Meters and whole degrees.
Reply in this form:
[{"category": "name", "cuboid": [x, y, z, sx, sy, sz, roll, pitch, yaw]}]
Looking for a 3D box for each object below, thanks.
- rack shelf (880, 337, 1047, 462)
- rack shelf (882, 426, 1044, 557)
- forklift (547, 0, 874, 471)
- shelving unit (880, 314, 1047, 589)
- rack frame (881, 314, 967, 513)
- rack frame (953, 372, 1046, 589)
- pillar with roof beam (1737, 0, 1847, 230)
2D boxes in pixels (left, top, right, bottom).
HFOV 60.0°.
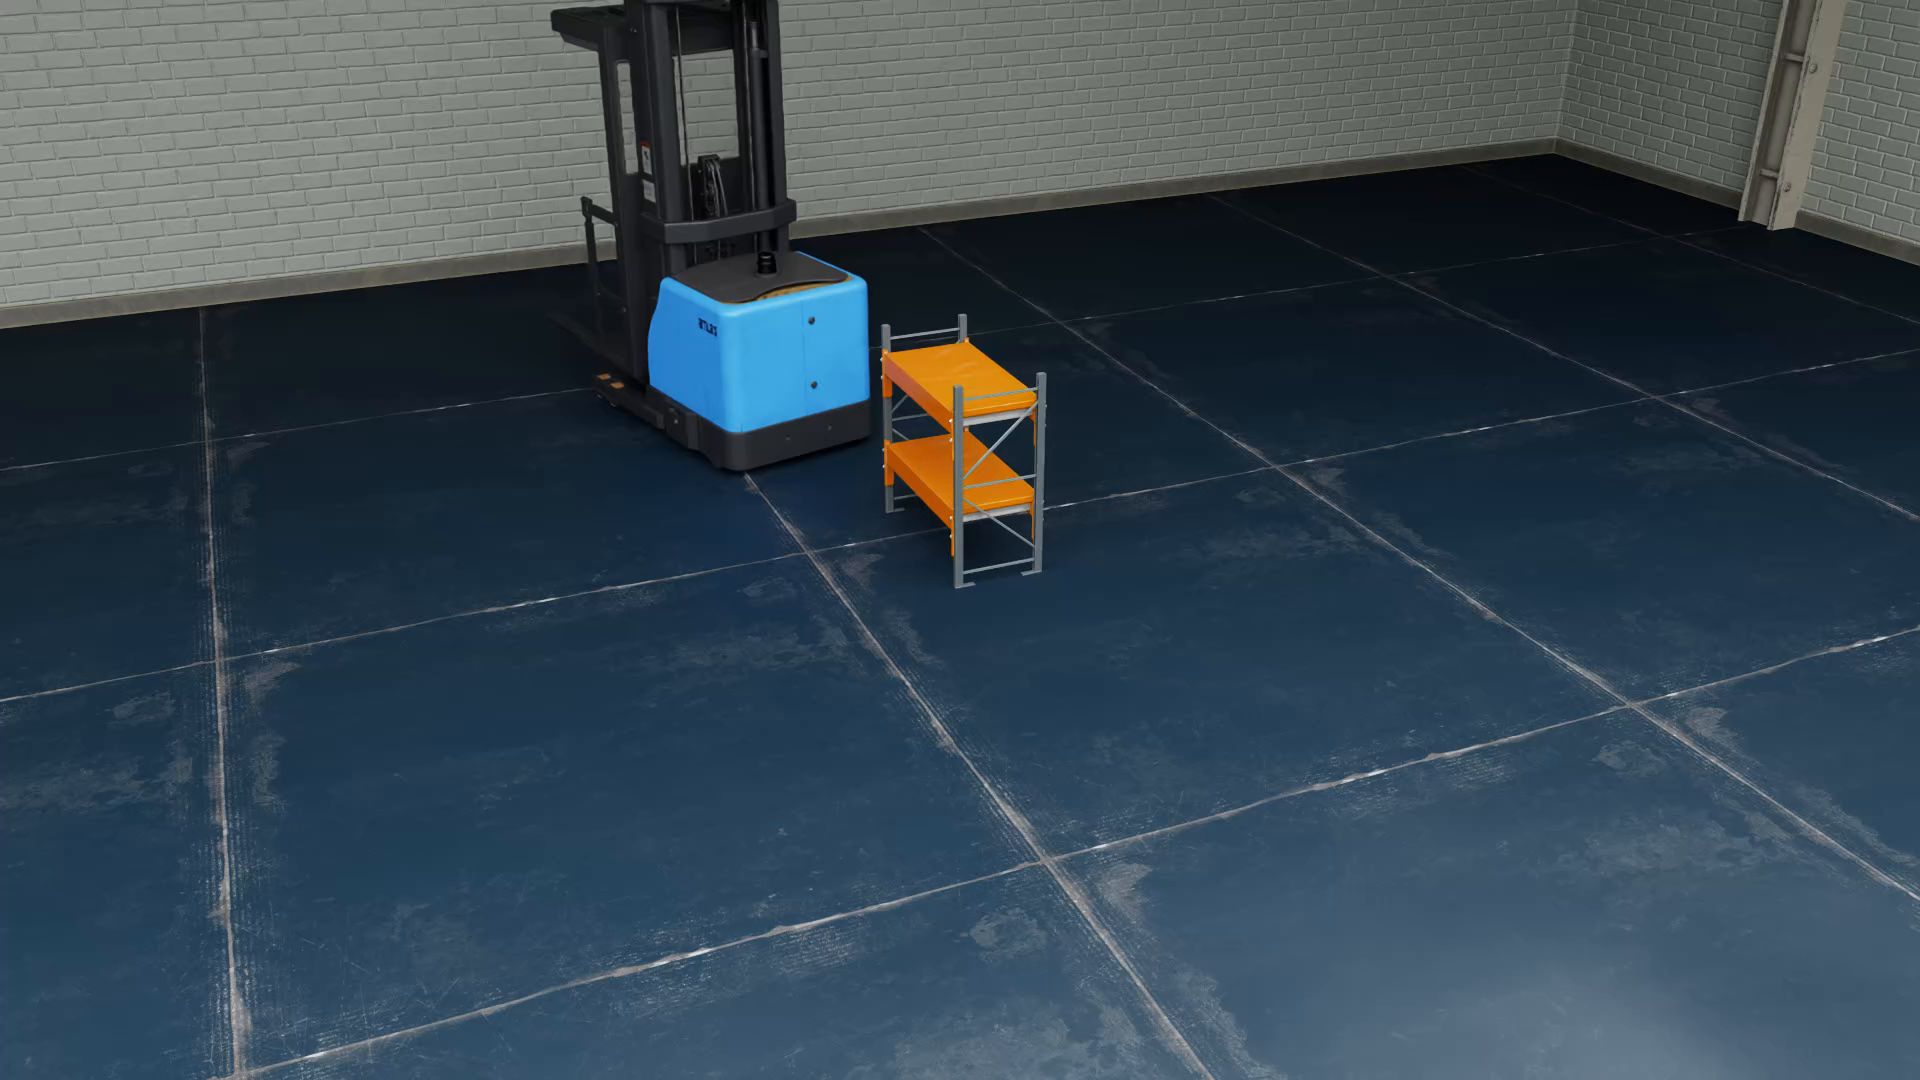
[{"category": "rack shelf", "cuboid": [0.003, -0.766, 8.869, 0.538, 0.278, 1.000, -11, 28, -21]}, {"category": "rack shelf", "cuboid": [0.003, -0.283, 9.105, 0.538, 0.278, 1.000, -11, 28, -21]}, {"category": "forklift", "cuboid": [-1.831, -2.316, 10.653, 1.130, 2.935, 3.031, -18, 31, -33]}, {"category": "shelving unit", "cuboid": [0.003, -0.503, 8.998, 0.538, 1.125, 1.048, -11, 28, -21]}, {"category": "rack frame", "cuboid": [-0.196, -0.708, 9.418, 0.500, 1.125, 0.032, -11, 28, -21]}, {"category": "rack frame", "cuboid": [0.202, -0.298, 8.577, 0.500, 1.125, 0.032, -11, 28, -21]}, {"category": "pillar with roof beam", "cuboid": [3.398, -6.195, 11.682, 9.100, 9.000, 0.400, -11, 28, -21]}]
